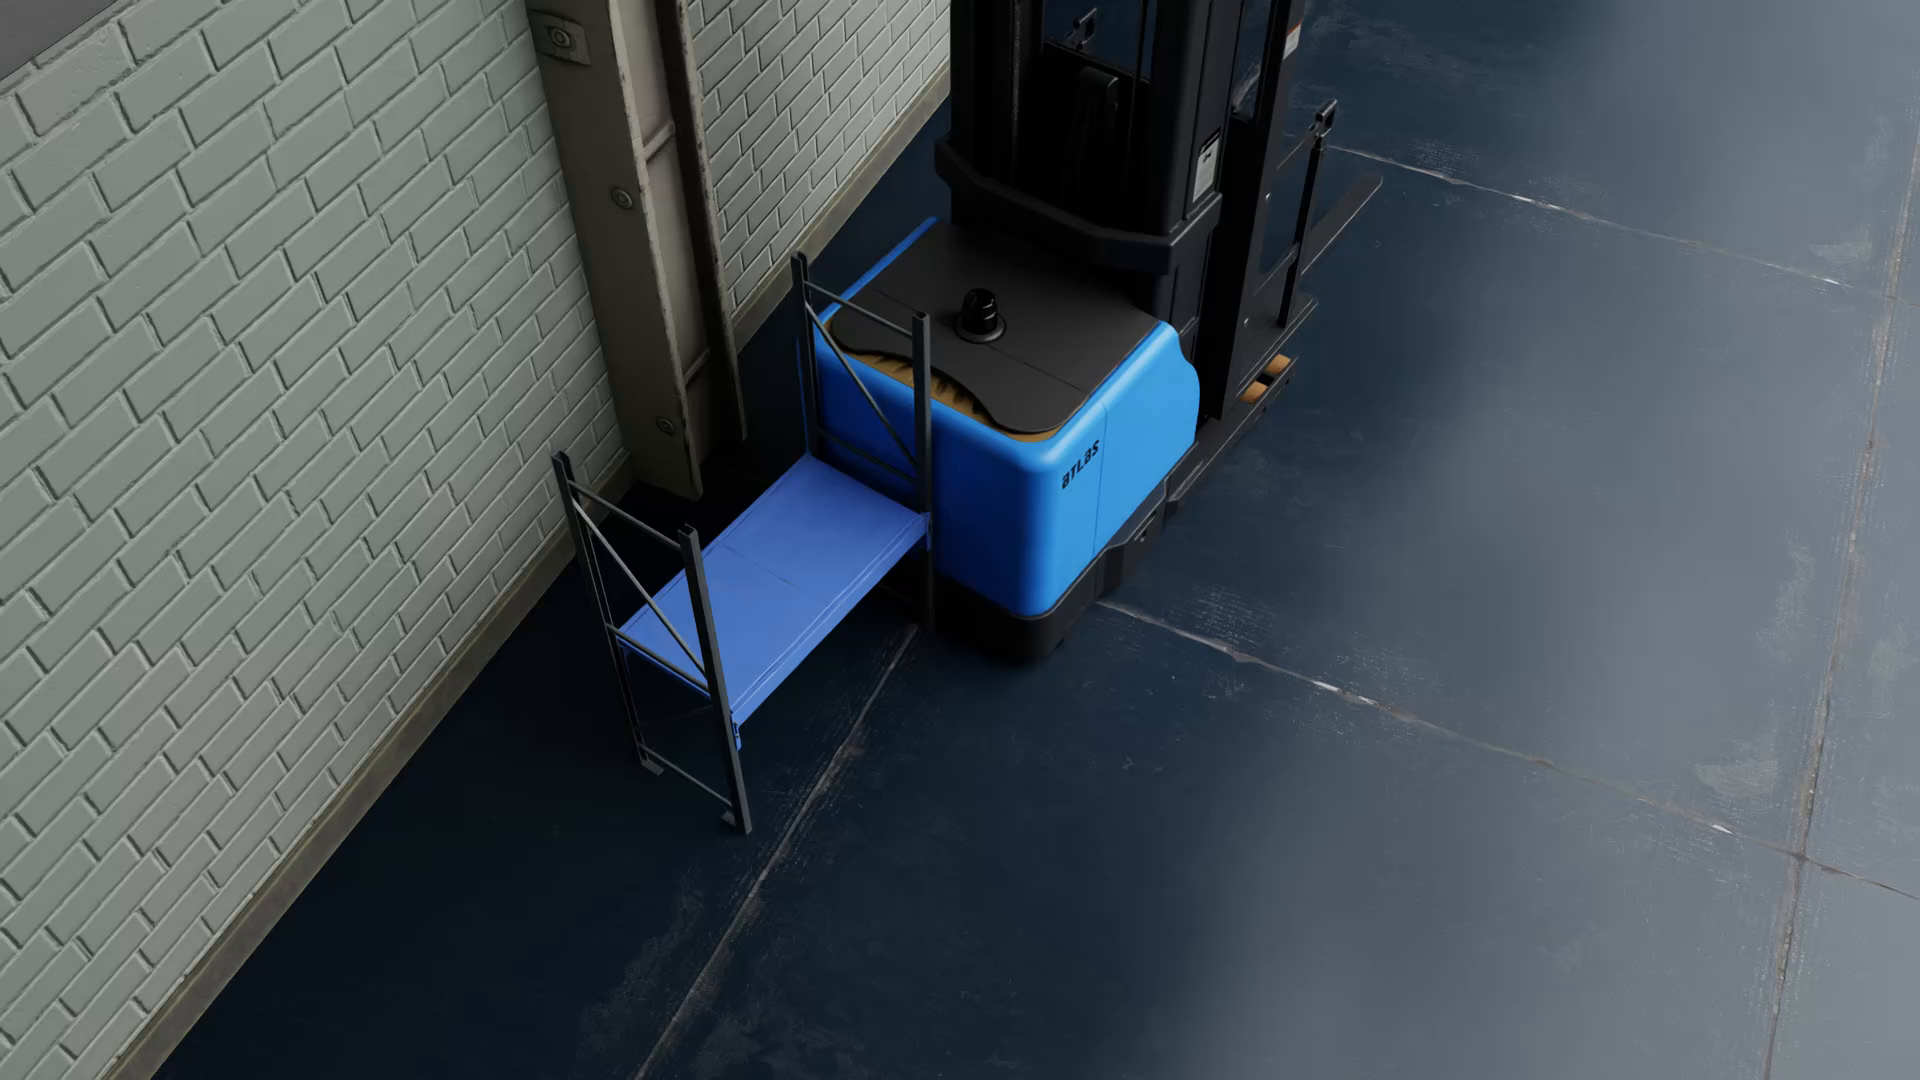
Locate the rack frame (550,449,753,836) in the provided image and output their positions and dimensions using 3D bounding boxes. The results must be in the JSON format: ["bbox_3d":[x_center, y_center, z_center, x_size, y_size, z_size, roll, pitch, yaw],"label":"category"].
[{"bbox_3d":[-0.892,0.360,4.959,0.500,1.500,0.032,29,55,22],"label":"rack frame"}]

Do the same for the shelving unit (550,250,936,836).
[{"bbox_3d":[-0.596,0.045,5.227,0.538,1.500,1.048,29,55,22],"label":"shelving unit"}]

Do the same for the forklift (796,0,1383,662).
[{"bbox_3d":[0.712,-1.617,5.701,1.130,2.935,3.031,29,55,22],"label":"forklift"}]

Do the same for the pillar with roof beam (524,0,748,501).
[{"bbox_3d":[2.828,-1.851,1.916,9.100,9.000,0.400,20,52,16],"label":"pillar with roof beam"}]

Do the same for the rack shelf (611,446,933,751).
[{"bbox_3d":[-0.596,0.161,5.364,0.538,0.185,1.000,29,55,22],"label":"rack shelf"}]

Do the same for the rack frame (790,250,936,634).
[{"bbox_3d":[-0.301,-0.270,5.495,0.500,1.500,0.032,29,55,22],"label":"rack frame"}]
